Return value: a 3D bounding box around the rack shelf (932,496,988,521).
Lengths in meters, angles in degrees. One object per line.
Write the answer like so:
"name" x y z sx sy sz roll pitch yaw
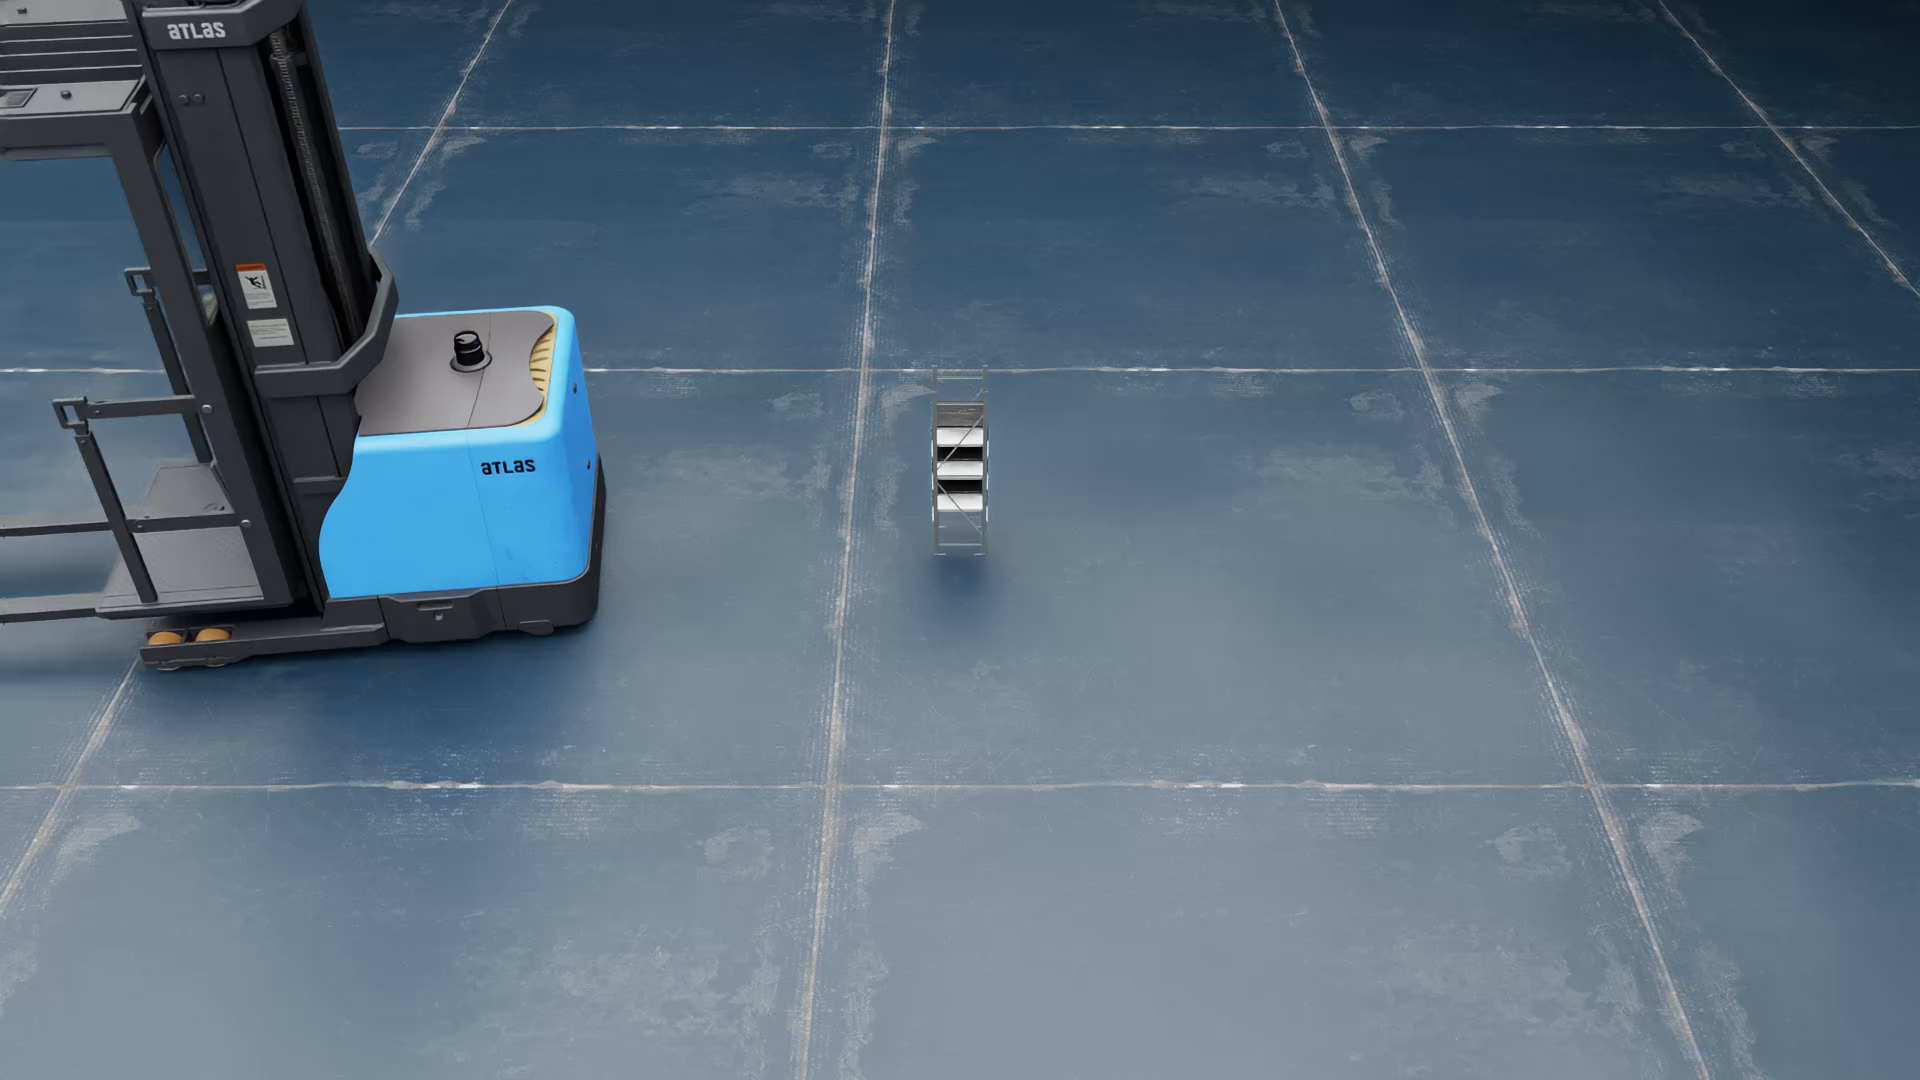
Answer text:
"rack shelf" 0.000 -0.180 7.596 0.258 0.077 0.200 0 39 0

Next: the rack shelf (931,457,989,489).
"rack shelf" 0.000 -0.320 7.483 0.258 0.077 0.200 0 39 0

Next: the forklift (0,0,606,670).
"forklift" -3.139 -0.941 6.581 3.031 2.935 1.130 -4 39 -5

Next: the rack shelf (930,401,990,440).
"rack shelf" 0.000 -0.531 7.314 0.258 0.077 0.200 0 39 0

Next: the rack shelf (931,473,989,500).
"rack shelf" 0.000 -0.250 7.539 0.258 0.077 0.200 0 39 0

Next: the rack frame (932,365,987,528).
"rack frame" 0.000 -0.410 7.542 0.240 0.900 0.006 0 39 0

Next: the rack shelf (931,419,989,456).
"rack shelf" 0.000 -0.461 7.371 0.258 0.077 0.200 0 39 0

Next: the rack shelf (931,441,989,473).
"rack shelf" 0.000 -0.390 7.427 0.258 0.077 0.200 0 39 0

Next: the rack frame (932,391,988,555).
"rack frame" 0.000 -0.282 7.383 0.240 0.900 0.006 0 39 0

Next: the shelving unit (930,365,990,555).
"shelving unit" 0.000 -0.346 7.462 0.258 0.900 0.210 0 39 0
